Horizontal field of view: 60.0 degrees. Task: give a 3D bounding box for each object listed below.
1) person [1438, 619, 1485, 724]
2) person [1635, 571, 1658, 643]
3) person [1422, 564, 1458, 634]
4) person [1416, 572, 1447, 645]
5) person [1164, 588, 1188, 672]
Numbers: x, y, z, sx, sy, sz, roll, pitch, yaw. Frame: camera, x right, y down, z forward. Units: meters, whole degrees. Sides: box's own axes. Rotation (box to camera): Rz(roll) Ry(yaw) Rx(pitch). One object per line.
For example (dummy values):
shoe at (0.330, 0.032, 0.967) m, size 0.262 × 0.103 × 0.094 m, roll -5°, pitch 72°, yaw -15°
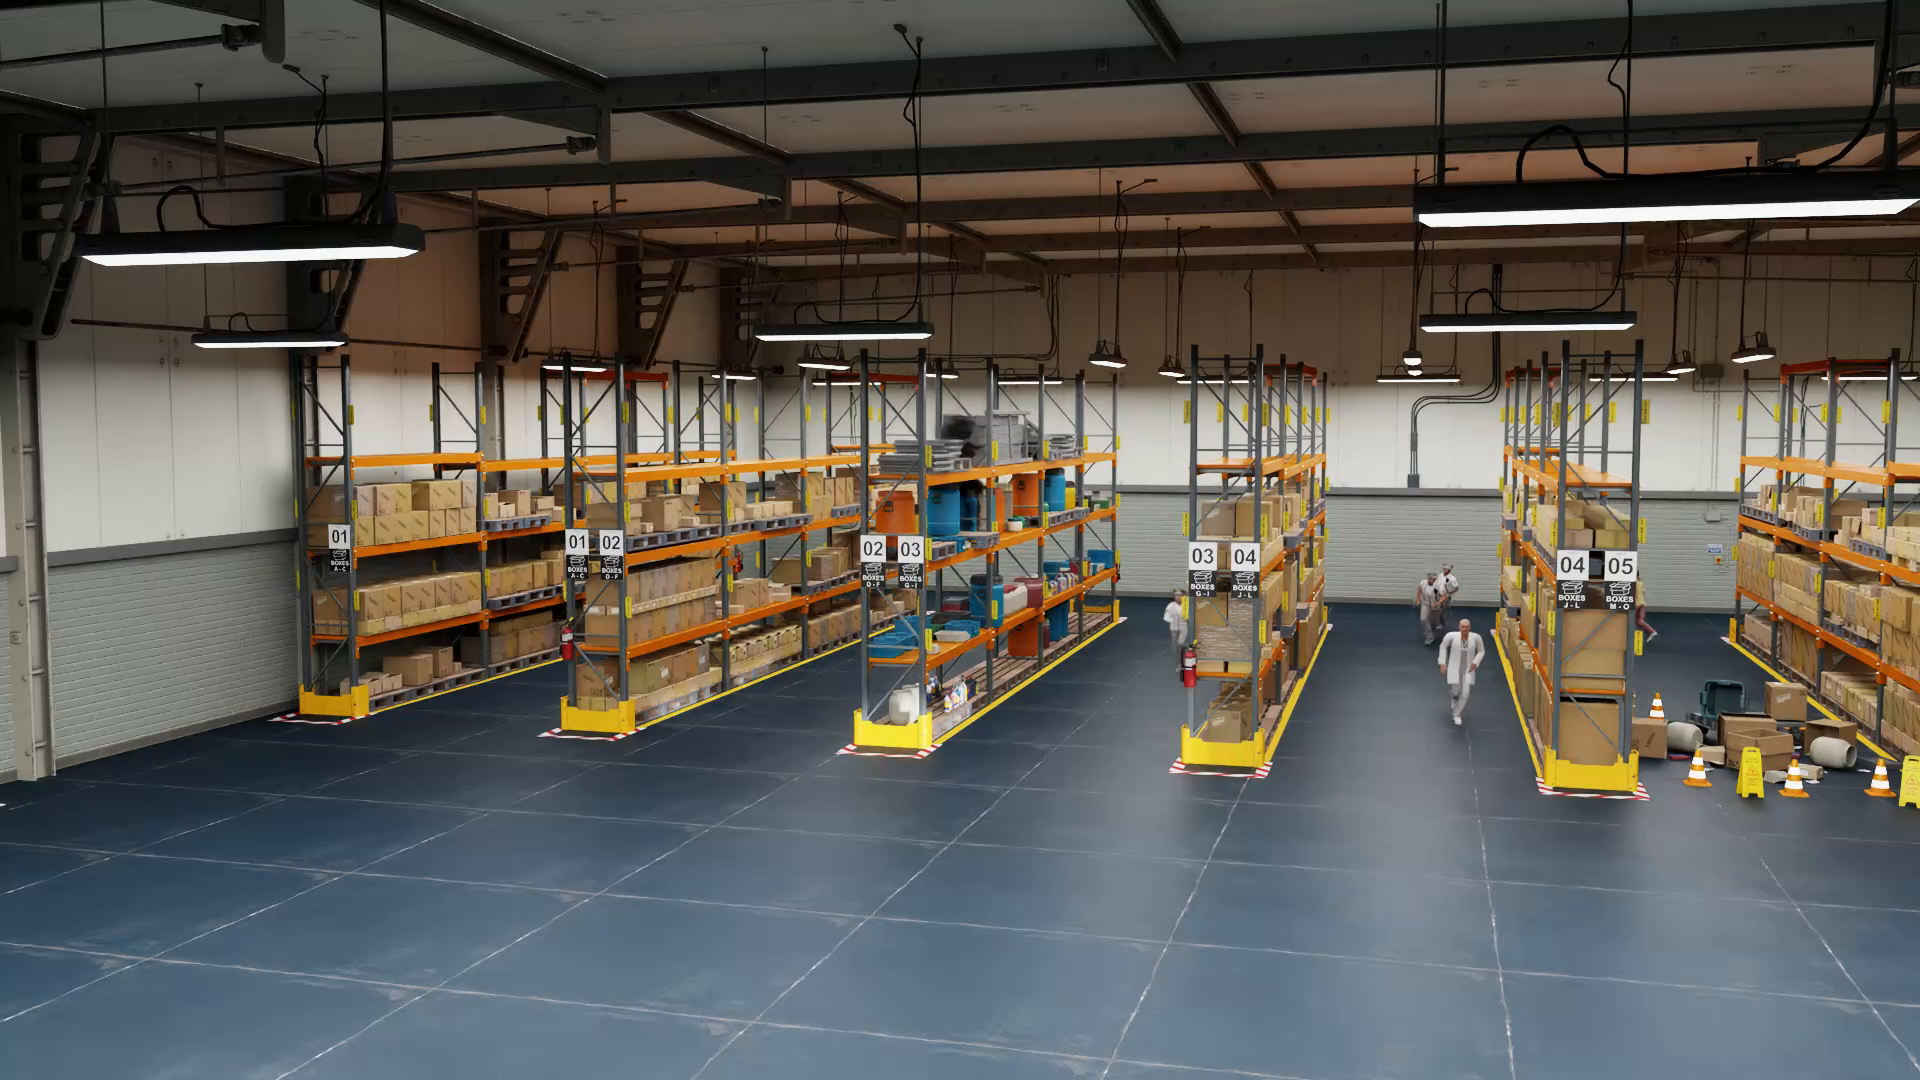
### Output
person at (8.172, 2.123, 27.089) m, size 0.696 × 1.712 × 0.653 m, roll 0°, pitch 4°, yaw 3°
person at (14.878, 1.469, 36.364) m, size 0.570 × 1.627 × 0.843 m, roll -2°, pitch 5°, yaw -30°
person at (11.111, 1.351, 38.211) m, size 0.708 × 1.660 × 0.750 m, roll 4°, pitch 6°, yaw 41°
person at (10.367, 1.462, 36.505) m, size 0.686 × 1.602 × 1.056 m, roll 2°, pitch 5°, yaw 25°
person at (4.211, 1.735, 31.859) m, size 0.584 × 1.653 × 0.813 m, roll 2°, pitch 5°, yaw 20°
